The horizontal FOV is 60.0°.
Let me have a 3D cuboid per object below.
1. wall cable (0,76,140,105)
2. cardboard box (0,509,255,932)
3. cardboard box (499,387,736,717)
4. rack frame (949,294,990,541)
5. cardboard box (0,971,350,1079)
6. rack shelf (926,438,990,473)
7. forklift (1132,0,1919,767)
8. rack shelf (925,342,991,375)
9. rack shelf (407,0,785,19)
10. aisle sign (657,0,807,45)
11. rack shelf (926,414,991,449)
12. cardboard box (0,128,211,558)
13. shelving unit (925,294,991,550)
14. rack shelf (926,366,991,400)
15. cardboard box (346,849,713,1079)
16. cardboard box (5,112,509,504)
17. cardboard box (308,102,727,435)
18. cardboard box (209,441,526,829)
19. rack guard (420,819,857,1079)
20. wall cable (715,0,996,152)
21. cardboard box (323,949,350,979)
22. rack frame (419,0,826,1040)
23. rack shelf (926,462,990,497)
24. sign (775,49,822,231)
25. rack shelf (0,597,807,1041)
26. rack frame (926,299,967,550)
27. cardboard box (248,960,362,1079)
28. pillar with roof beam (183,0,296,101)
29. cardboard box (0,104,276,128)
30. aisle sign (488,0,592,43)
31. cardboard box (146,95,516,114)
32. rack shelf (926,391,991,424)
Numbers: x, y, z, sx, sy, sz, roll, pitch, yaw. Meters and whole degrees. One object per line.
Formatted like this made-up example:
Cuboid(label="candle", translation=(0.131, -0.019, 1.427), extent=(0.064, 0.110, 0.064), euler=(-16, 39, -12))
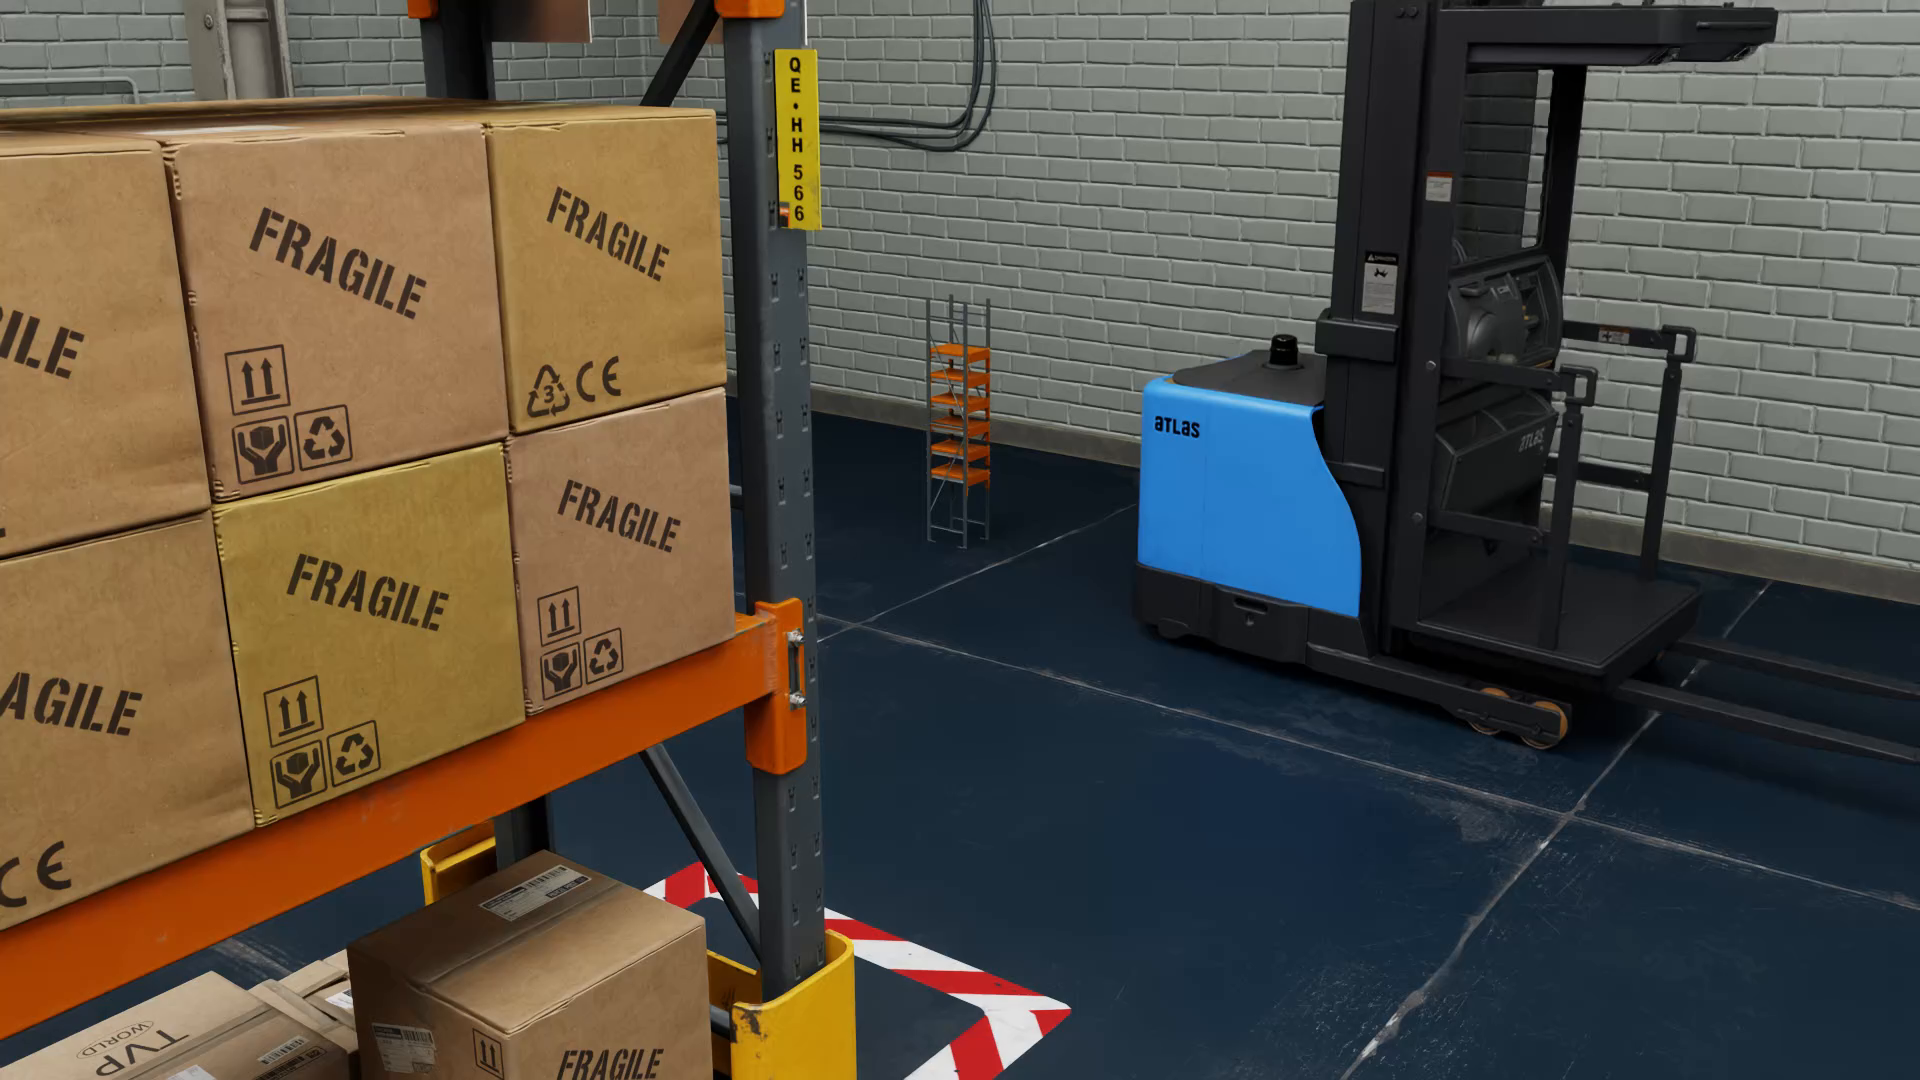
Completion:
Cuboid(label="wall cable", translation=(-4.712, -1.973, 7.825), extent=(0.084, 1.984, 1.851), euler=(12, 21, 35))
Cuboid(label="cardboard box", translation=(-1.391, 0.208, 2.347), extent=(0.500, 0.500, 0.500), euler=(13, 21, 35))
Cuboid(label="cardboard box", translation=(-0.783, -0.034, 3.127), extent=(0.500, 0.500, 0.500), euler=(13, 22, 36))
Cuboid(label="rack frame", translation=(0.046, -0.591, 8.125), extent=(0.240, 1.200, 0.006), euler=(12, 21, 35))
Cuboid(label="cardboard box", translation=(-1.584, 1.161, 3.343), extent=(0.500, 0.250, 0.500), euler=(12, 21, 35))
Cuboid(label="rack shelf", translation=(-0.009, -0.413, 8.103), extent=(0.258, 0.103, 0.180), euler=(12, 21, 35))
Cuboid(label="forklift", translation=(2.169, -0.838, 6.001), extent=(3.031, 2.935, 1.130), euler=(14, 22, 38))
Cuboid(label="rack shelf", translation=(-0.009, -0.871, 7.961), extent=(0.258, 0.103, 0.180), euler=(12, 21, 35))
Cuboid(label="rack shelf", translation=(-1.926, -0.754, 1.768), extent=(1.077, 0.370, 4.000), euler=(12, 21, 35))
Cuboid(label="aisle sign", translation=(-0.448, -1.345, 3.132), extent=(0.394, 0.787, 0.004), euler=(12, 21, 35))
Cuboid(label="rack shelf", translation=(-0.009, -0.527, 8.068), extent=(0.258, 0.103, 0.180), euler=(12, 21, 35))
Cuboid(label="cardboard box", translation=(-1.384, -0.267, 2.191), extent=(0.500, 0.500, 0.500), euler=(13, 22, 36))
Cuboid(label="shelving unit", translation=(-0.009, -0.570, 8.055), extent=(0.258, 1.200, 0.189), euler=(12, 21, 35))
Cuboid(label="rack shelf", translation=(-0.009, -0.756, 7.997), extent=(0.258, 0.103, 0.180), euler=(12, 21, 35))
Cuboid(label="cardboard box", translation=(-0.860, 1.016, 3.388), extent=(0.500, 0.500, 0.500), euler=(12, 21, 35))
Cuboid(label="cardboard box", translation=(-1.079, -0.391, 2.591), extent=(0.500, 0.500, 0.500), euler=(13, 22, 36))
Cuboid(label="cardboard box", translation=(-0.779, -0.512, 2.979), extent=(0.500, 0.500, 0.500), euler=(12, 21, 34))
Cuboid(label="cardboard box", translation=(-1.089, 0.090, 2.727), extent=(0.500, 0.500, 0.500), euler=(13, 21, 35))
Cuboid(label="rack guard", translation=(-0.780, 1.071, 3.952), extent=(1.175, 0.500, 0.348), euler=(12, 21, 35))
Cuboid(label="wall cable", translation=(-1.058, -3.681, 10.161), extent=(3.097, 2.526, 0.112), euler=(12, 21, 35))
Cuboid(label="cardboard box", translation=(-1.260, 1.049, 3.872), extent=(0.380, 0.149, 0.250), euler=(12, 21, 35))
Cuboid(label="rack frame", translation=(-0.734, -0.141, 3.640), extent=(1.000, 3.000, 0.127), euler=(12, 21, 35))
Cuboid(label="rack shelf", translation=(-0.009, -0.298, 8.139), extent=(0.258, 0.103, 0.180), euler=(12, 21, 35))
Cuboid(label="sign", translation=(-0.301, -0.742, 3.090), extent=(0.100, 0.325, 0.005), euler=(12, 21, 35))
Cuboid(label="rack shelf", translation=(-1.926, 0.679, 2.213), extent=(1.077, 0.370, 4.000), euler=(12, 21, 35))
Cuboid(label="rack frame", translation=(-0.063, -0.548, 7.985), extent=(0.240, 1.200, 0.006), euler=(12, 21, 35))
Cuboid(label="cardboard box", translation=(-1.409, 1.101, 3.677), extent=(0.380, 0.166, 0.250), euler=(12, 21, 35))
Cuboid(label="pillar with roof beam", translation=(-0.343, -3.916, 5.679), extent=(9.100, 9.000, 0.400), euler=(12, 21, 35))
Cuboid(label="cardboard box", translation=(-1.516, -0.481, 2.881), extent=(0.500, 0.500, 0.500), euler=(13, 21, 35))
Cuboid(label="aisle sign", translation=(-0.930, -1.451, 3.474), extent=(0.394, 0.787, 0.004), euler=(12, 21, 35))
Cuboid(label="cardboard box", translation=(-1.210, -0.607, 3.286), extent=(0.500, 0.500, 0.500), euler=(13, 22, 36))
Cuboid(label="rack shelf", translation=(-0.009, -0.642, 8.032), extent=(0.258, 0.103, 0.180), euler=(12, 21, 35))
